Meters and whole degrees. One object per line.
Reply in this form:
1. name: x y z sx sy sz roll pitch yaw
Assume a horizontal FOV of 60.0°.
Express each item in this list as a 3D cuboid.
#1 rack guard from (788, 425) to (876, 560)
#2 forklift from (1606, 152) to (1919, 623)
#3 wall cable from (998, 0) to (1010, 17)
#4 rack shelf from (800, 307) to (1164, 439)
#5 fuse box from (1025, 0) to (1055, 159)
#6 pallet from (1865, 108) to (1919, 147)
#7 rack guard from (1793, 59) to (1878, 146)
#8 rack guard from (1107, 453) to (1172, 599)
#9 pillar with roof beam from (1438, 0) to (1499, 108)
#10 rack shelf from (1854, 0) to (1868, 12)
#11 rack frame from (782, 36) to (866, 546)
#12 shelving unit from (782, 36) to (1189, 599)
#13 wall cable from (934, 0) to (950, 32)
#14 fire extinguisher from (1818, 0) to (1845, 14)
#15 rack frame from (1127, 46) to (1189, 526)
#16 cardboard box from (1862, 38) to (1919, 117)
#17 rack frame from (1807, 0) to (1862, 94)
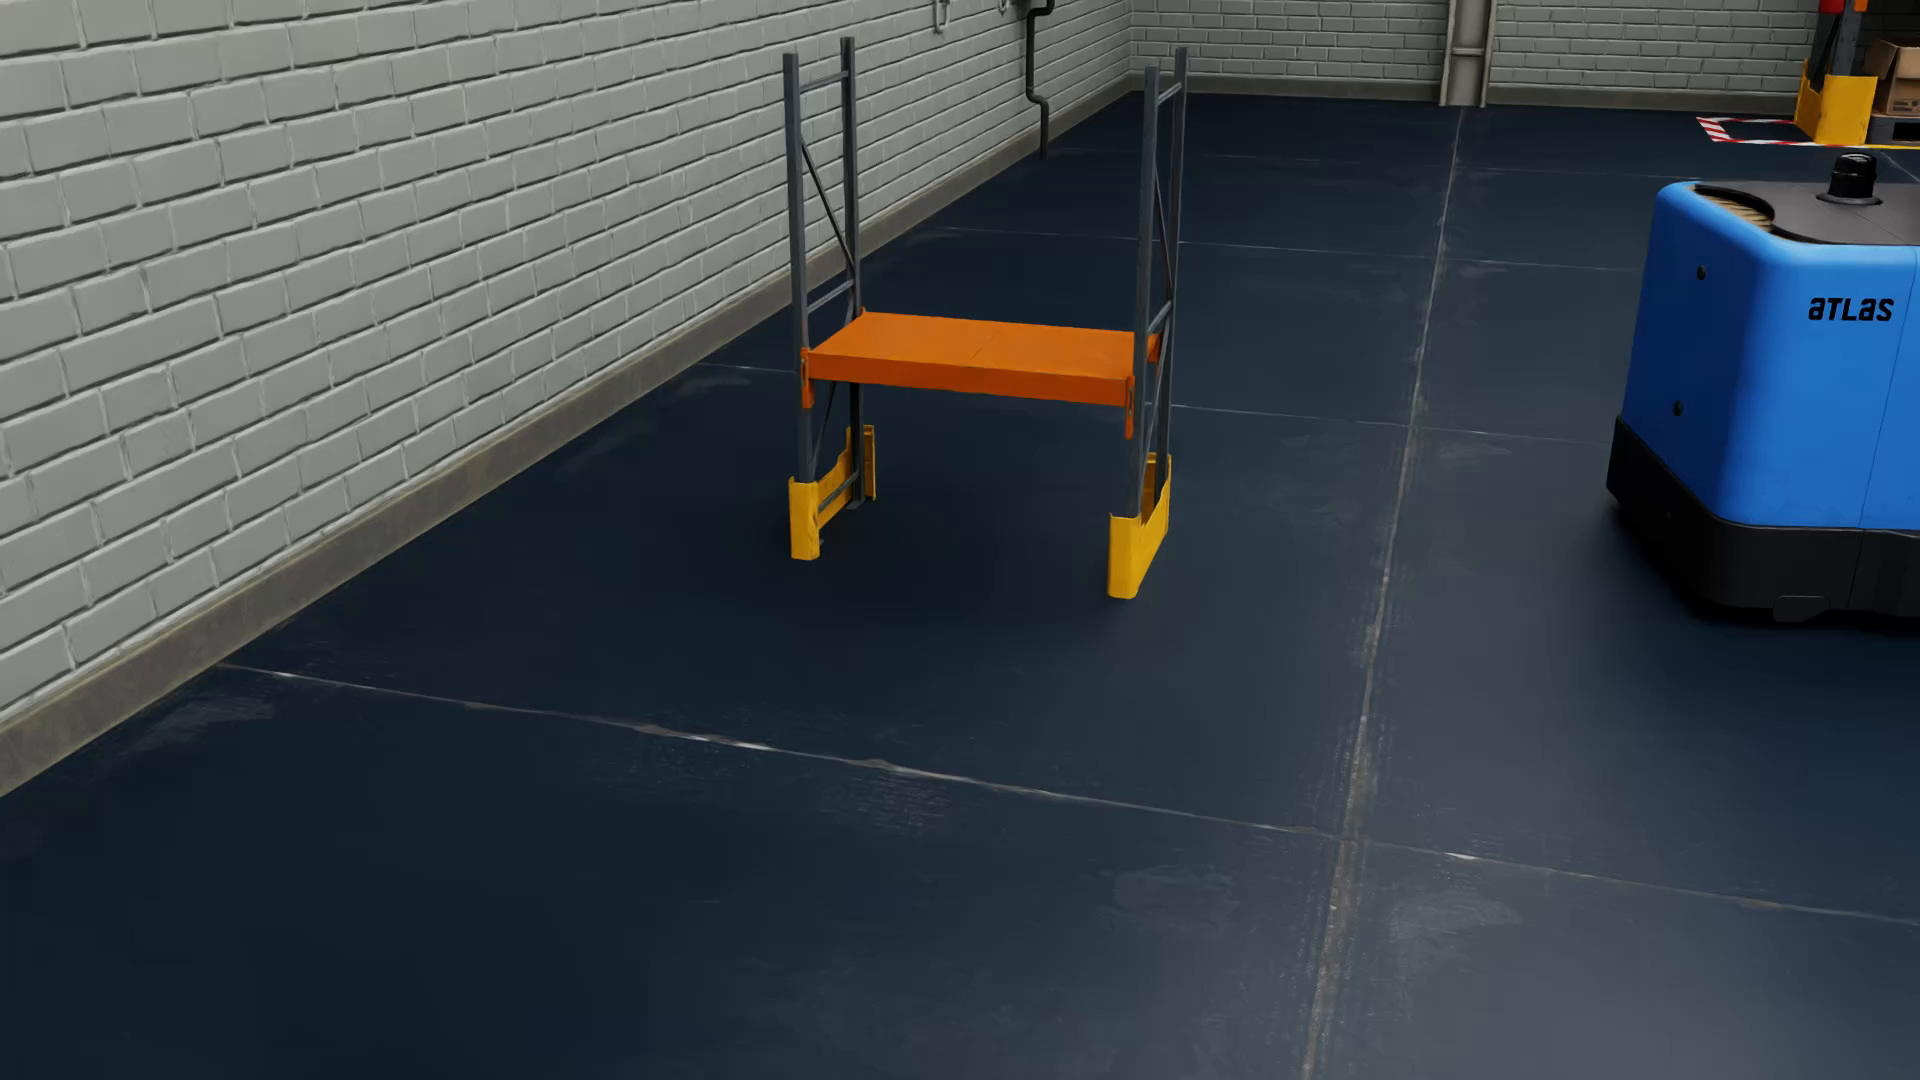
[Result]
1. rack guard: -0.404 -0.162 5.335 0.087 0.250 0.587 7 23 16
2. forklift: 3.622 -1.263 4.487 3.031 2.935 1.130 1 22 4
3. wall cable: 0.289 -4.374 10.642 0.122 1.984 0.588 7 23 16
4. rack shelf: 0.082 -0.518 5.031 1.000 0.185 0.538 7 23 16
5. fuse box: 0.637 -3.538 11.641 0.414 1.711 0.539 7 23 16
6. pallet: 7.562 -3.196 12.783 1.213 0.211 1.003 7 23 16
7. rack guard: 6.798 -3.417 12.941 0.348 0.500 1.175 7 23 16
8. rack guard: 0.550 -0.053 5.069 0.087 0.250 0.587 7 23 16
9. pillar with roof beam: 3.161 -6.416 9.054 0.400 9.000 9.100 7 23 16
10. rack shelf: 8.640 -4.029 12.089 4.000 0.370 1.077 7 23 16
11. rack frame: -0.405 -0.740 5.098 0.032 1.500 0.500 7 23 16
12. shelving unit: 0.073 -0.686 4.965 1.083 1.500 0.587 7 23 16
13. wall cable: -0.110 -3.872 9.376 0.123 1.953 0.585 7 23 16
14. fire extinguisher: 6.451 -4.221 12.202 0.183 0.674 0.296 7 23 16
15. rack frame: 0.568 -0.629 4.827 0.032 1.500 0.500 7 23 16
16. cardboard box: 7.284 -3.519 12.633 0.637 0.503 0.797 6 23 13
17. rack frame: 6.725 -4.581 12.487 0.127 3.000 1.000 7 23 16
